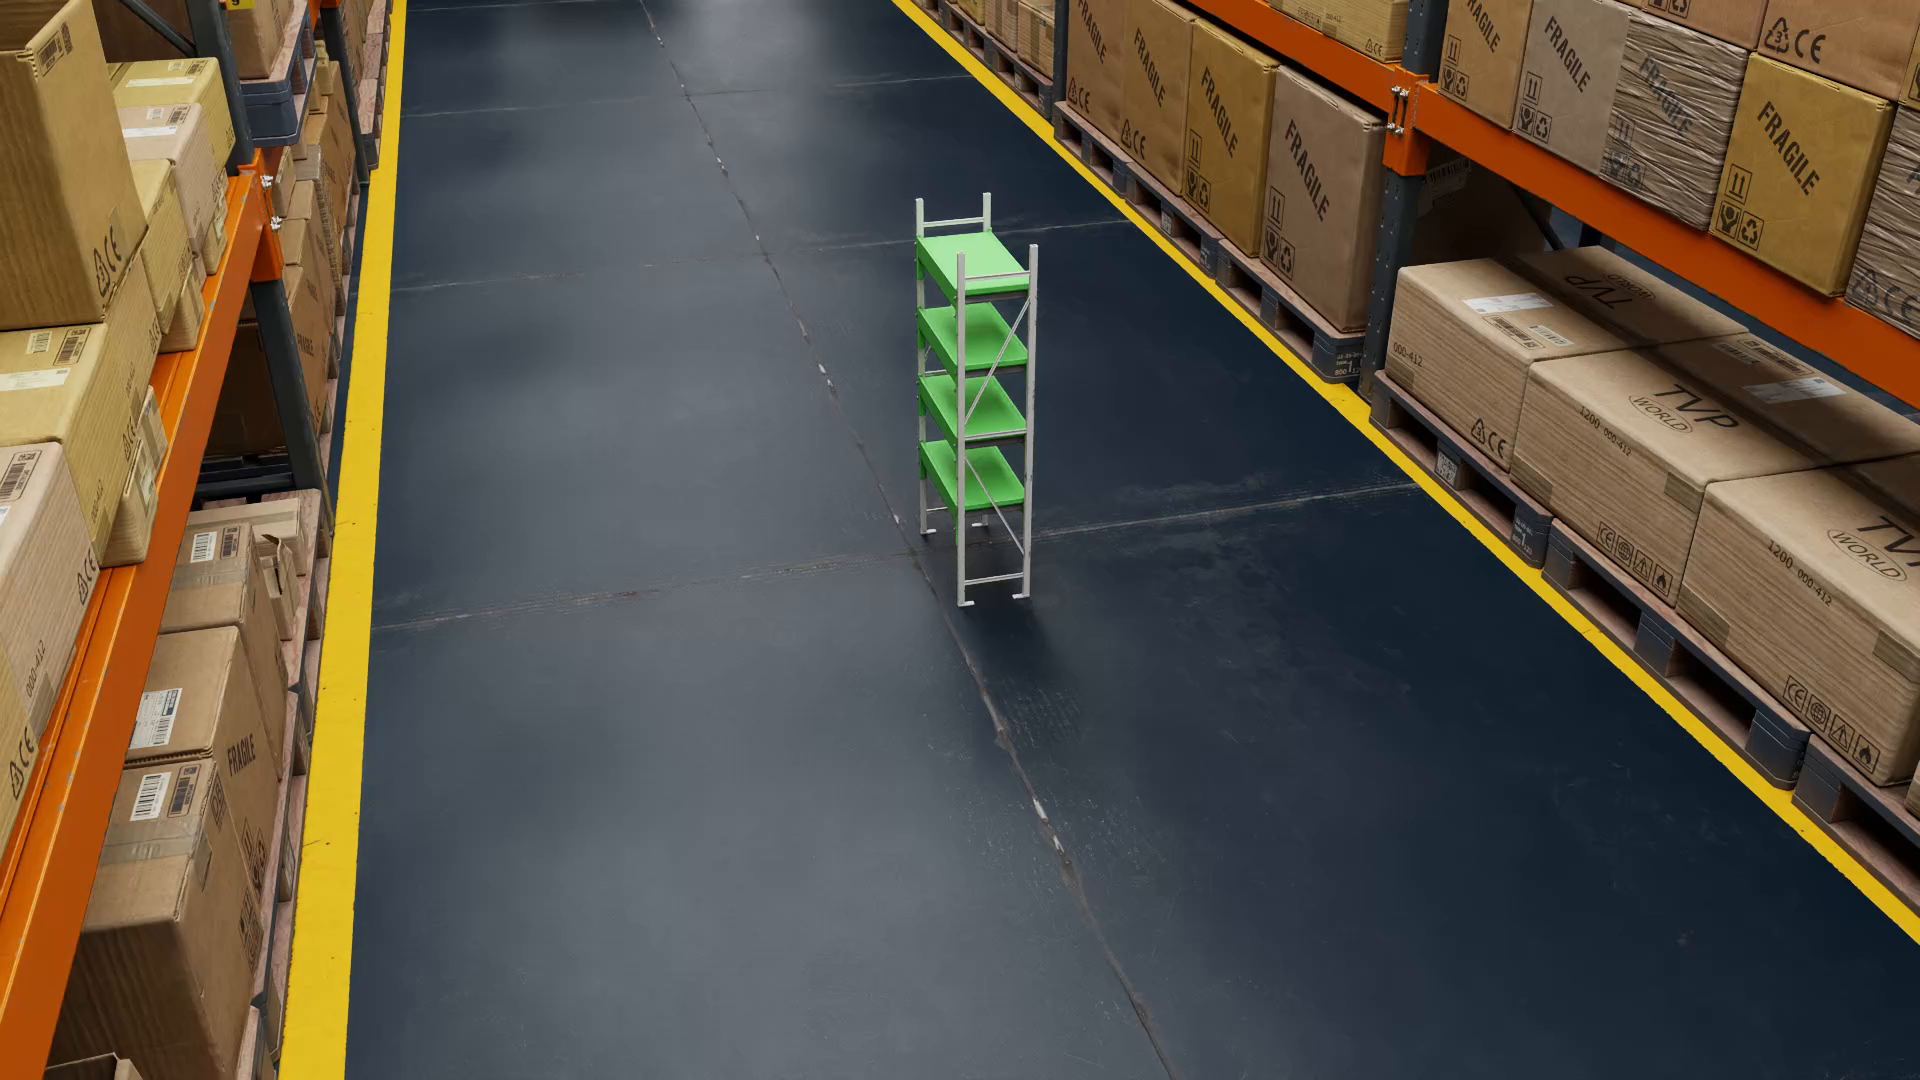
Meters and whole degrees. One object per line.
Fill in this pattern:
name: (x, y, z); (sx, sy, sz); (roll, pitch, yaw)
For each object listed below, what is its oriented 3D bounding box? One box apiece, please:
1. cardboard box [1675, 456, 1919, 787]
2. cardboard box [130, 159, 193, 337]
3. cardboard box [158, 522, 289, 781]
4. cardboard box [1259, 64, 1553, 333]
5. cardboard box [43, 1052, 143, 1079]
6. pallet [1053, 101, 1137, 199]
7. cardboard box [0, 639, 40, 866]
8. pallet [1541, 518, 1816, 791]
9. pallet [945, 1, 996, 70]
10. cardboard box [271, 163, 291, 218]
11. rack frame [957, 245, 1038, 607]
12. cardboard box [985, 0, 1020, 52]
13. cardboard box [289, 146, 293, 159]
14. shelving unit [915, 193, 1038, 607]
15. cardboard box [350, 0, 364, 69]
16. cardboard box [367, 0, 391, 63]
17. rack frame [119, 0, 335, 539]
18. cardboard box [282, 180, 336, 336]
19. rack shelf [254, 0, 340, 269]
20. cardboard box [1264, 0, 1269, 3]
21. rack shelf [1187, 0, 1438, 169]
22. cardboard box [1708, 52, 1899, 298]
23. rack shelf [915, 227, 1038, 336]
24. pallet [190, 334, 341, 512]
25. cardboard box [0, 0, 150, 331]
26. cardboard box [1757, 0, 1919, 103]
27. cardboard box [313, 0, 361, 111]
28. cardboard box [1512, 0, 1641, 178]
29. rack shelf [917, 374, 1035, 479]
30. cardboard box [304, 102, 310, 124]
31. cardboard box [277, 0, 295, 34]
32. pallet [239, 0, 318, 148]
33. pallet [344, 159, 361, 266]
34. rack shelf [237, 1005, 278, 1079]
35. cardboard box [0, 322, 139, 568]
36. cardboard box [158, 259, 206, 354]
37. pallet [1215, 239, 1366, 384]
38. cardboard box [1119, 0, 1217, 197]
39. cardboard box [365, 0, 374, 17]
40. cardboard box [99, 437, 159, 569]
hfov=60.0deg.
cardboard box: (2.655, 0.183, 4.578); (0.875, 0.438, 0.875); (-7, 31, -12)
cardboard box: (-2.032, -0.636, 3.707); (0.500, 0.250, 0.500); (-8, 31, -14)
cardboard box: (-2.143, 0.337, 4.250); (0.700, 0.500, 0.500); (-9, 31, -15)
cardboard box: (1.874, -1.481, 7.016); (0.875, 0.875, 0.875); (-7, 31, -12)
cardboard box: (-1.678, 1.255, 2.661); (0.797, 0.503, 0.637); (-9, 31, -15)
pallet: (1.190, -2.264, 9.451); (1.003, 0.211, 1.213); (-8, 31, -13)
cardboard box: (-1.468, 0.345, 2.012); (0.500, 0.250, 0.500); (-8, 31, -13)
pallet: (2.569, 0.245, 5.116); (1.003, 0.211, 1.213); (-8, 31, -13)
pallet: (0.528, -3.620, 11.794); (1.003, 0.211, 1.213); (-8, 31, -13)
cardboard box: (-2.851, -1.359, 6.533); (0.380, 0.149, 0.250); (-8, 31, -13)
rack frame: (0.109, -0.321, 5.108); (0.240, 1.200, 0.015); (-8, 31, -13)
cardboard box: (0.710, -3.536, 11.068); (0.950, 0.372, 0.625); (-8, 31, -14)
cardboard box: (-3.015, -1.606, 6.959); (0.380, 0.149, 0.250); (-8, 31, -13)
shelving unit: (0.044, -0.439, 5.311); (0.258, 1.200, 0.503); (-8, 31, -13)
cardboard box: (-4.243, -3.297, 10.402); (0.875, 0.625, 0.625); (-9, 31, -15)
cardboard box: (-1.253, -3.159, 8.763); (5.789, 2.449, 8.416); (-8, 31, -14)
rack frame: (-2.669, -1.268, 4.946); (1.000, 3.000, 0.127); (-8, 31, -13)
cardboard box: (-2.860, -1.129, 6.782); (0.500, 0.500, 0.500); (-9, 31, -15)
rack shelf: (-3.200, -1.923, 6.795); (1.077, 0.370, 4.000); (-8, 31, -13)
cardboard box: (1.504, -2.540, 7.294); (0.500, 0.250, 0.500); (-9, 31, -15)
rack shelf: (1.585, -2.584, 7.939); (1.077, 0.370, 4.000); (-8, 31, -13)
cardboard box: (2.380, -0.978, 4.346); (0.500, 0.500, 0.500); (-7, 31, -12)
rack shelf: (0.044, -0.799, 5.103); (0.258, 0.148, 0.480); (-8, 31, -13)
pallet: (-2.921, -0.449, 6.315); (1.003, 0.211, 1.213); (-8, 31, -13)
cardboard box: (-1.867, -0.704, 3.076); (0.500, 0.500, 0.500); (-7, 31, -12)
cardboard box: (2.393, -1.406, 4.087); (0.500, 0.500, 0.500); (-8, 31, -14)
cardboard box: (-3.883, -2.657, 9.297); (0.875, 0.625, 0.625); (-7, 31, -12)
cardboard box: (2.117, -1.468, 5.192); (0.500, 0.500, 0.500); (-8, 31, -13)
rack shelf: (0.044, -0.384, 5.343); (0.258, 0.148, 0.480); (-8, 31, -13)
cardboard box: (-3.200, -1.981, 7.607); (0.380, 0.149, 0.250); (-7, 31, -12)
cardboard box: (-2.719, -2.006, 5.703); (0.700, 0.500, 0.500); (-8, 31, -13)
pallet: (-2.776, -1.585, 5.686); (1.003, 0.211, 1.213); (-8, 31, -13)
pallet: (-3.569, -1.627, 8.351); (1.003, 0.211, 1.213); (-8, 31, -13)
rack shelf: (11.090, -4.163, 10.148); (30.696, 2.800, 11.642); (-8, 31, -13)
cardboard box: (-1.740, -0.143, 2.855); (0.500, 0.250, 0.500); (-8, 31, -14)
cardboard box: (-2.020, -0.544, 3.946); (0.380, 0.149, 0.250); (-8, 31, -14)
pallet: (1.838, -1.085, 7.415); (1.003, 0.211, 1.213); (-8, 31, -13)
cardboard box: (1.390, -2.348, 8.514); (0.875, 0.875, 0.875); (-7, 31, -13)
cardboard box: (-4.643, -4.035, 11.679); (0.875, 0.625, 0.625); (-6, 31, -11)
cardboard box: (-1.724, -0.051, 3.095); (0.380, 0.149, 0.250); (-9, 31, -15)
